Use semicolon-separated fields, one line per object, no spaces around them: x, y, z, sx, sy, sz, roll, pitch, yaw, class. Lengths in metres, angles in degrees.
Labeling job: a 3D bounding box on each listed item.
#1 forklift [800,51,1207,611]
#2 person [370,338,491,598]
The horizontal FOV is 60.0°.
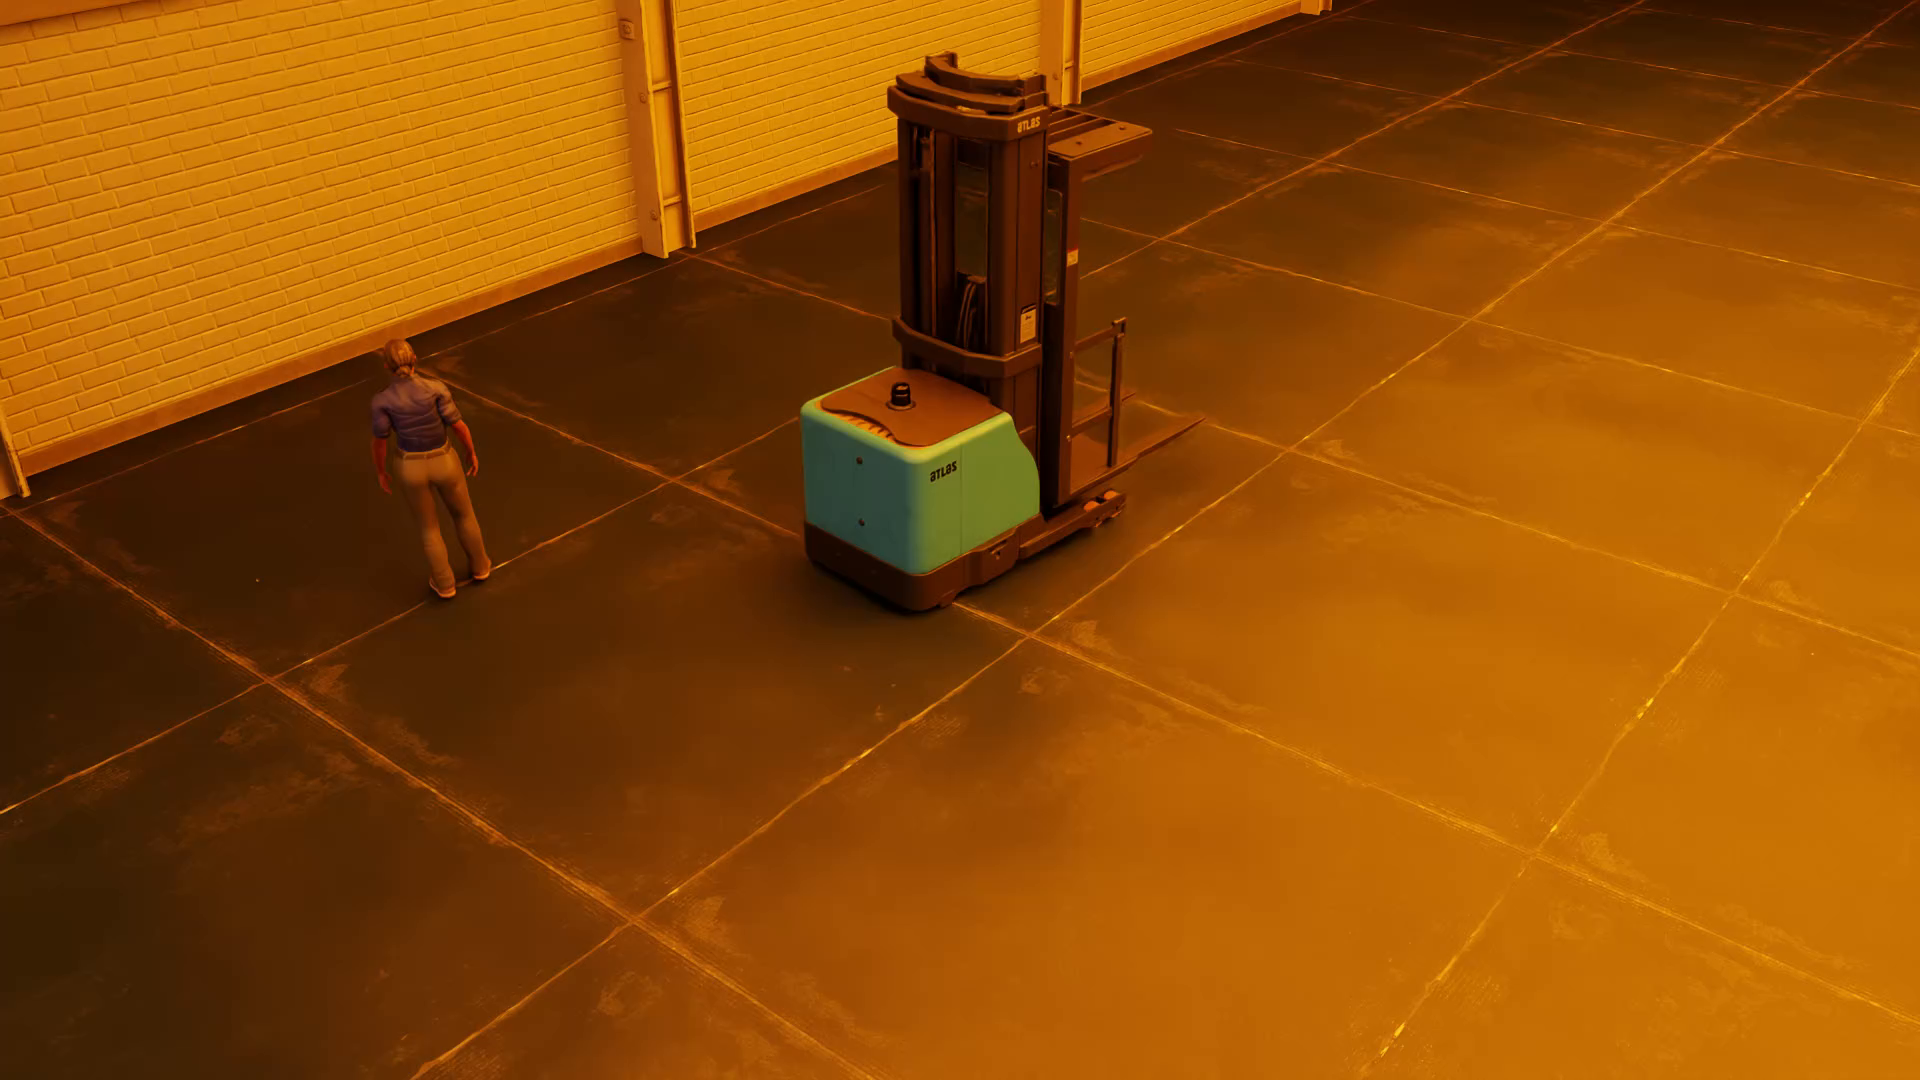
0.426;-1.504;10.169;1.130;2.935;3.031;26;39;37;forklift
-3.084;-0.443;9.611;0.564;1.659;0.500;-11;32;-18;person
